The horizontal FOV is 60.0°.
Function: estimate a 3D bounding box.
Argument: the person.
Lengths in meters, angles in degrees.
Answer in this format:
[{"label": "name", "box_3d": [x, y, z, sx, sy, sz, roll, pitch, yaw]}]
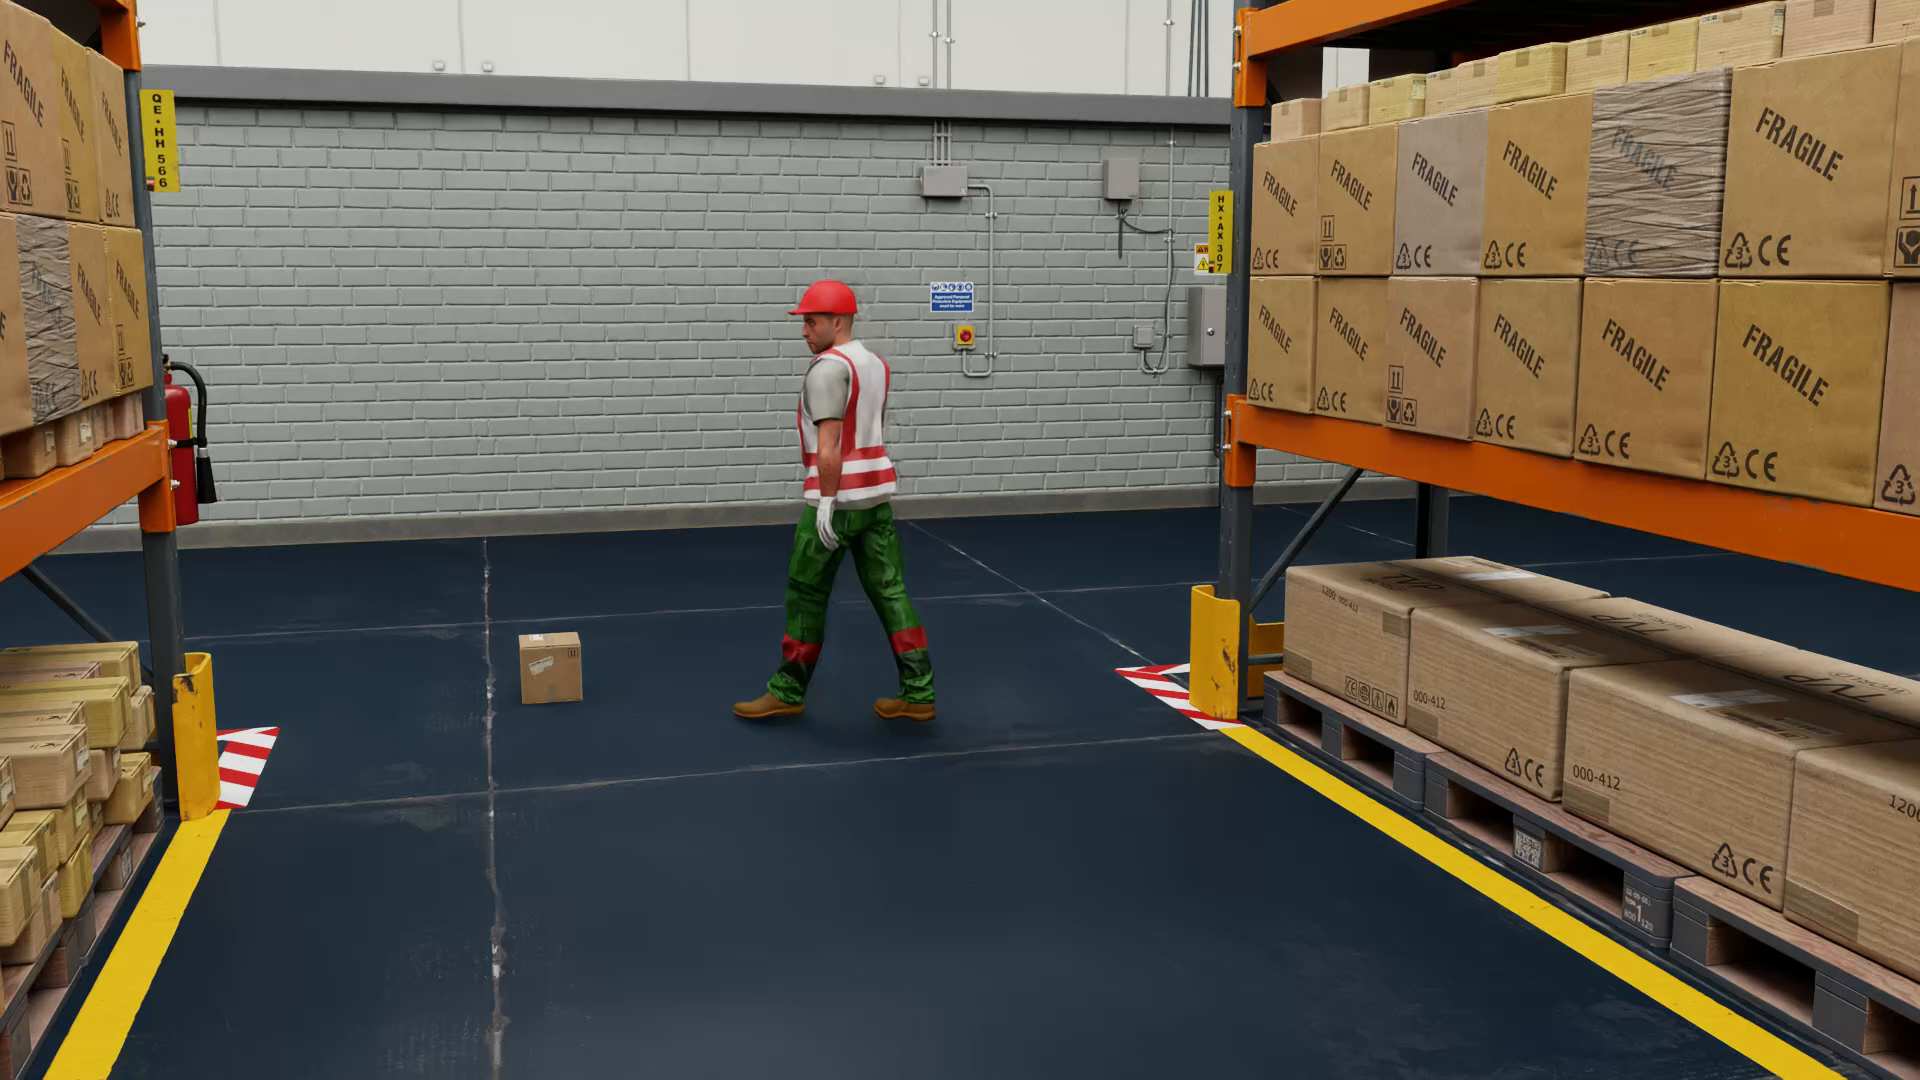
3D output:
[{"label": "person", "box_3d": [-0.474, -0.145, 6.654, 0.840, 1.765, 0.550, 6, 11, 31]}]
